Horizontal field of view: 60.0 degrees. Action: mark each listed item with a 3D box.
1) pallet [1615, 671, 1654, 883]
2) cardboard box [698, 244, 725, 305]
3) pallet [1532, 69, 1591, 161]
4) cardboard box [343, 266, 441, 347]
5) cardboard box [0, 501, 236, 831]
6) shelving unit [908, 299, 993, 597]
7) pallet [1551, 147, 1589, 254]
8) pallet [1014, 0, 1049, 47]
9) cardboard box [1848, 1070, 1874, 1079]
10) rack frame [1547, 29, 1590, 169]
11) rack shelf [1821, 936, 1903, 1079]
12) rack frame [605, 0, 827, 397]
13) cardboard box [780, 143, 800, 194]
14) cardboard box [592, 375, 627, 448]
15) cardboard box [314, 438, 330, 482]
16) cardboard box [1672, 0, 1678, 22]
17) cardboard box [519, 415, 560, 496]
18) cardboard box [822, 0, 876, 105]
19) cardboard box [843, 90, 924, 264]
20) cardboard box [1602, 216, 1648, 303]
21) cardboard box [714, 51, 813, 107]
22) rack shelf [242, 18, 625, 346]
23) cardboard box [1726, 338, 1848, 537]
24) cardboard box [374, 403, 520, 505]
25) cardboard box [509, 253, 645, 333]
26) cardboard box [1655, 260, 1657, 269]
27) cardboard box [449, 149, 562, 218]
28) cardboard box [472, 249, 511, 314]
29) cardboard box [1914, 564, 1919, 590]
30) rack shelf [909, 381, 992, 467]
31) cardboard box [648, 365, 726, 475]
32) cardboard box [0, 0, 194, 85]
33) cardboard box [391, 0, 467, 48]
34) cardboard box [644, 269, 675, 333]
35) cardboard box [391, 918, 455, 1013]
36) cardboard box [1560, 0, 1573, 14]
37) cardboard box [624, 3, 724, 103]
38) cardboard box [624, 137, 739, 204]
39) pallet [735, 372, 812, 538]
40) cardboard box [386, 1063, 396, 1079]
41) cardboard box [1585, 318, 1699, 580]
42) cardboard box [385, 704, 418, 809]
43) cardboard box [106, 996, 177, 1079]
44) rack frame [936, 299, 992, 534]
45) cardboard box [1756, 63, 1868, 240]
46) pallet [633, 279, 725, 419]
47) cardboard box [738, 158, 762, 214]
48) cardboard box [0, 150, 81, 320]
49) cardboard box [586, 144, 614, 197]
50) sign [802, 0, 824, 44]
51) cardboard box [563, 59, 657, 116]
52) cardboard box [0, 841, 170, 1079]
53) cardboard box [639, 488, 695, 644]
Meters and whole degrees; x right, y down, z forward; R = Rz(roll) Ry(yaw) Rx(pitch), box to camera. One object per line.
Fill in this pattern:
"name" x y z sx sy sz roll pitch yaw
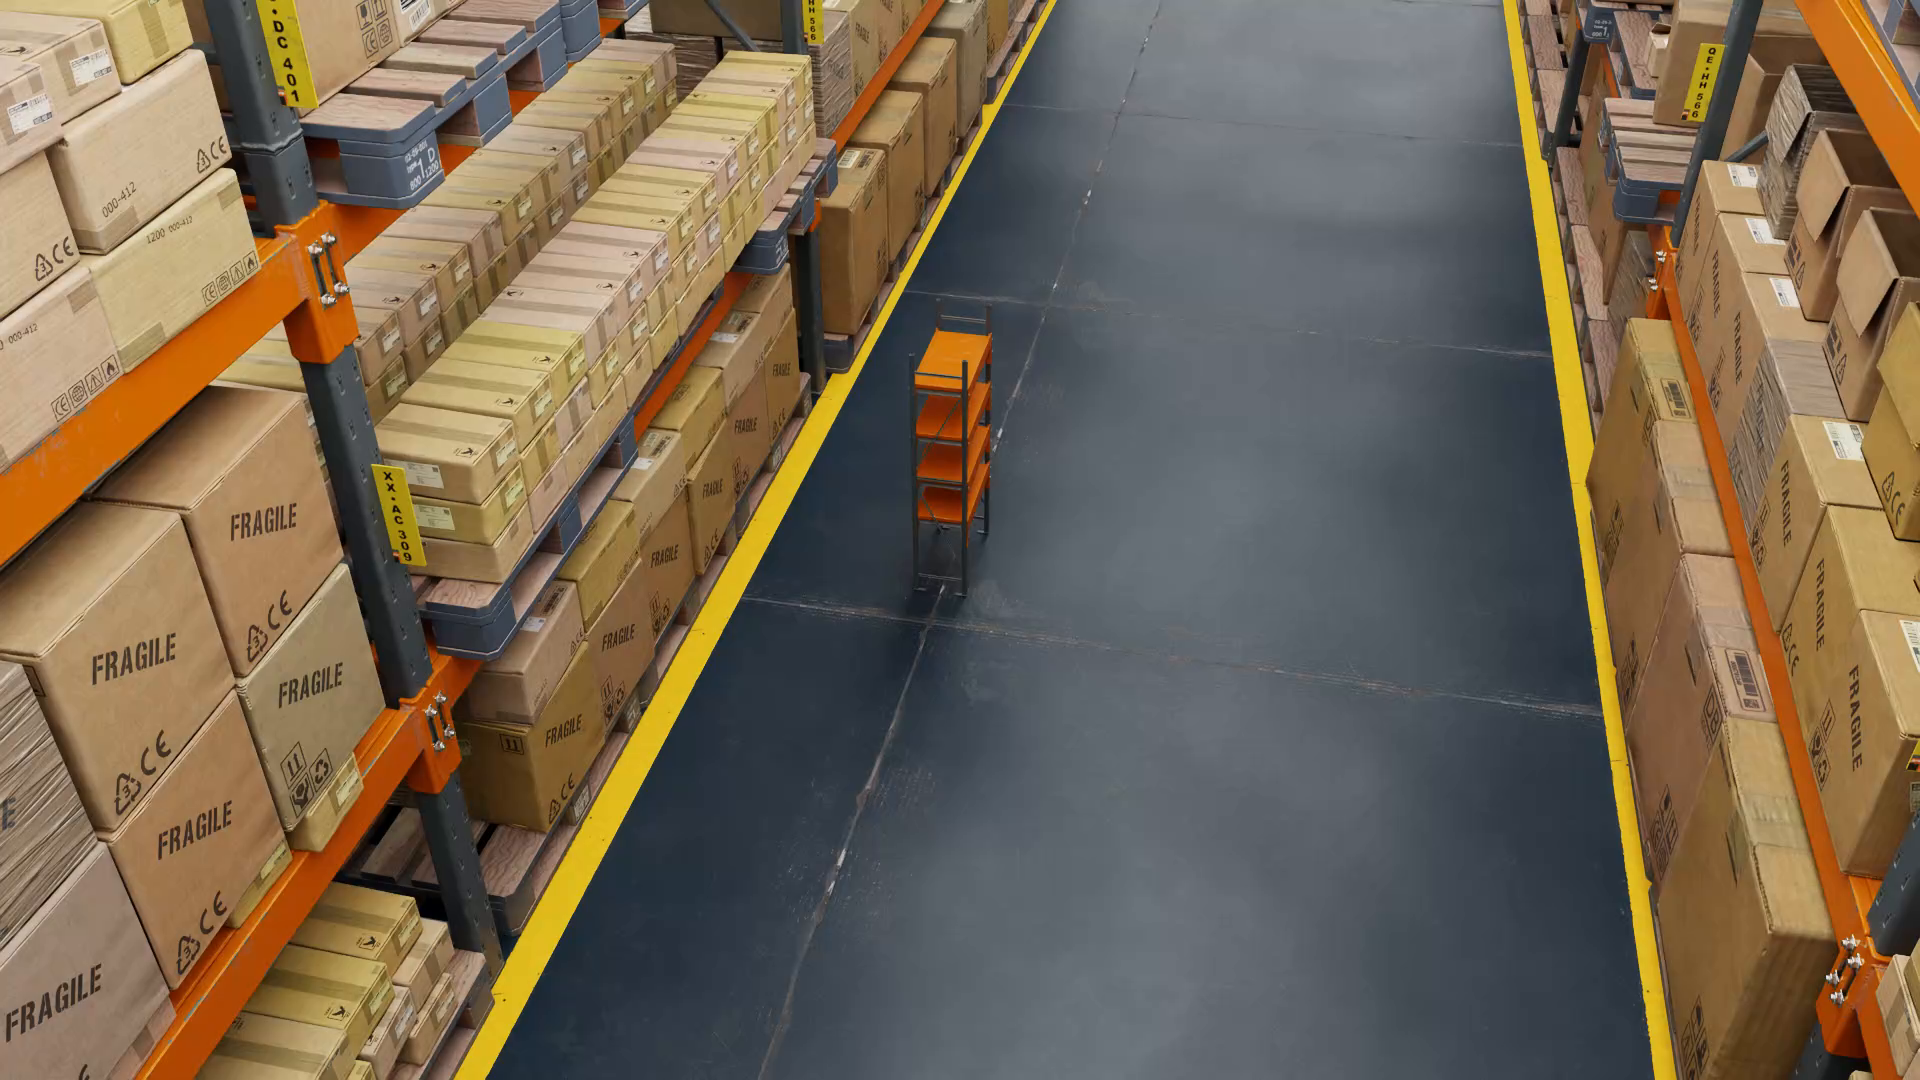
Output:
"pallet" 3.106 0.877 6.360 1.003 0.211 1.213 7 37 10
"cardboard box" -1.149 -1.065 6.519 0.380 0.149 0.250 8 37 11
"pallet" 4.574 -2.945 11.634 1.003 0.211 1.213 7 37 10
"cardboard box" -2.003 -0.795 5.640 0.380 0.149 0.250 7 37 10
"cardboard box" -2.009 0.256 3.650 0.500 0.500 0.500 6 36 8
"shelving unit" -0.035 -0.391 7.267 0.258 1.200 0.503 7 37 10
"pallet" 4.300 -2.109 10.481 1.003 0.211 1.213 7 37 10
"pallet" 0.138 -4.363 13.591 1.003 0.211 1.213 7 37 10
"cardboard box" 2.537 1.960 3.942 0.875 0.875 0.875 7 37 10
"rack frame" 4.465 -3.685 10.278 1.000 3.000 0.127 7 37 10
"rack shelf" 2.329 2.339 2.579 1.077 0.370 4.000 7 37 10
"rack frame" -1.213 -2.072 8.052 1.000 3.000 0.127 7 37 10
"cardboard box" -0.924 -1.657 7.337 0.380 0.149 0.250 7 37 10
"cardboard box" -1.369 -0.461 5.686 0.380 0.149 0.250 8 37 10
"cardboard box" -2.175 -0.220 5.100 0.380 0.149 0.250 8 37 11
"cardboard box" 4.185 -2.892 8.738 0.797 0.503 0.637 11 37 15
"cardboard box" -1.481 -0.284 5.189 0.380 0.149 0.250 7 36 9
"cardboard box" -0.748 -2.627 8.734 0.500 0.500 0.500 7 37 10
"cardboard box" -0.812 -2.170 9.747 1.050 0.750 0.750 8 37 11
"cardboard box" 3.955 -1.590 9.143 0.700 0.500 0.500 10 37 14
"cardboard box" -0.870 -2.042 7.361 0.380 0.149 0.250 6 36 8
"rack shelf" -1.640 -1.848 5.801 1.077 0.370 4.000 7 37 10
"cardboard box" 2.918 -0.311 5.538 0.500 0.500 0.500 7 37 10
"cardboard box" -1.534 -0.256 4.896 0.380 0.149 0.250 9 37 12
"cardboard box" -1.313 -0.853 5.720 0.380 0.149 0.250 7 37 10
"cardboard box" 3.828 -1.555 8.455 0.500 0.250 0.500 11 37 15
"cardboard box" -1.780 -1.386 6.456 0.380 0.149 0.250 8 37 11
"cardboard box" -1.897 -0.976 6.144 0.380 0.149 0.250 7 37 10
"cardboard box" 2.885 0.087 4.133 0.797 0.503 0.637 6 36 9
"rack shelf" -0.035 -0.518 7.175 0.258 0.148 0.480 7 37 10
"cardboard box" -1.324 -0.528 7.055 0.500 0.250 0.500 8 37 11
"cardboard box" -1.867 -1.082 3.493 0.380 0.149 0.250 6 36 8
"cardboard box" -1.674 -1.605 4.571 0.500 0.311 0.500 7 36 9
"cardboard box" -1.259 -0.888 6.022 0.380 0.149 0.250 7 36 9
"cardboard box" -1.824 1.306 5.210 0.380 0.149 0.250 8 37 11
"cardboard box" 5.076 -4.433 13.083 0.500 0.500 0.500 17 39 22
"cardboard box" -1.379 -2.404 8.426 0.500 0.500 0.500 7 37 10
"cardboard box" -1.092 -1.457 6.554 0.380 0.149 0.250 7 37 10
"pallet" -1.382 -0.495 8.253 1.003 0.211 1.213 7 37 10
"cardboard box" -1.956 1.612 5.041 0.380 0.149 0.250 8 37 11
"cardboard box" 3.443 -0.309 7.072 1.225 0.875 0.875 6 36 8
"cardboard box" -2.156 0.608 6.127 0.500 0.500 0.500 7 36 9
"cardboard box" -2.072 1.128 3.852 0.380 0.149 0.250 6 36 8
"rack frame" 0.017 -0.531 7.460 0.240 1.200 0.015 7 37 10
"cardboard box" 3.439 -1.421 6.215 0.797 0.503 0.637 9 37 12
"pallet" -1.596 -0.854 6.536 1.003 0.211 1.213 7 37 10
"cardboard box" -1.037 -1.472 6.828 0.380 0.149 0.250 7 37 10
"cardboard box" -2.040 -0.541 3.086 0.500 0.250 0.500 6 36 8
"cardboard box" -1.676 -1.555 6.942 0.380 0.149 0.250 7 37 10
"sign" -0.681 -2.446 7.649 0.100 0.325 0.005 7 37 10
"cardboard box" -1.556 -1.986 7.283 0.380 0.149 0.250 6 36 9
"cardboard box" -2.114 0.956 3.536 0.500 0.500 0.500 7 37 10
"cardboard box" -1.441 0.068 6.873 0.500 0.500 0.500 8 37 11
